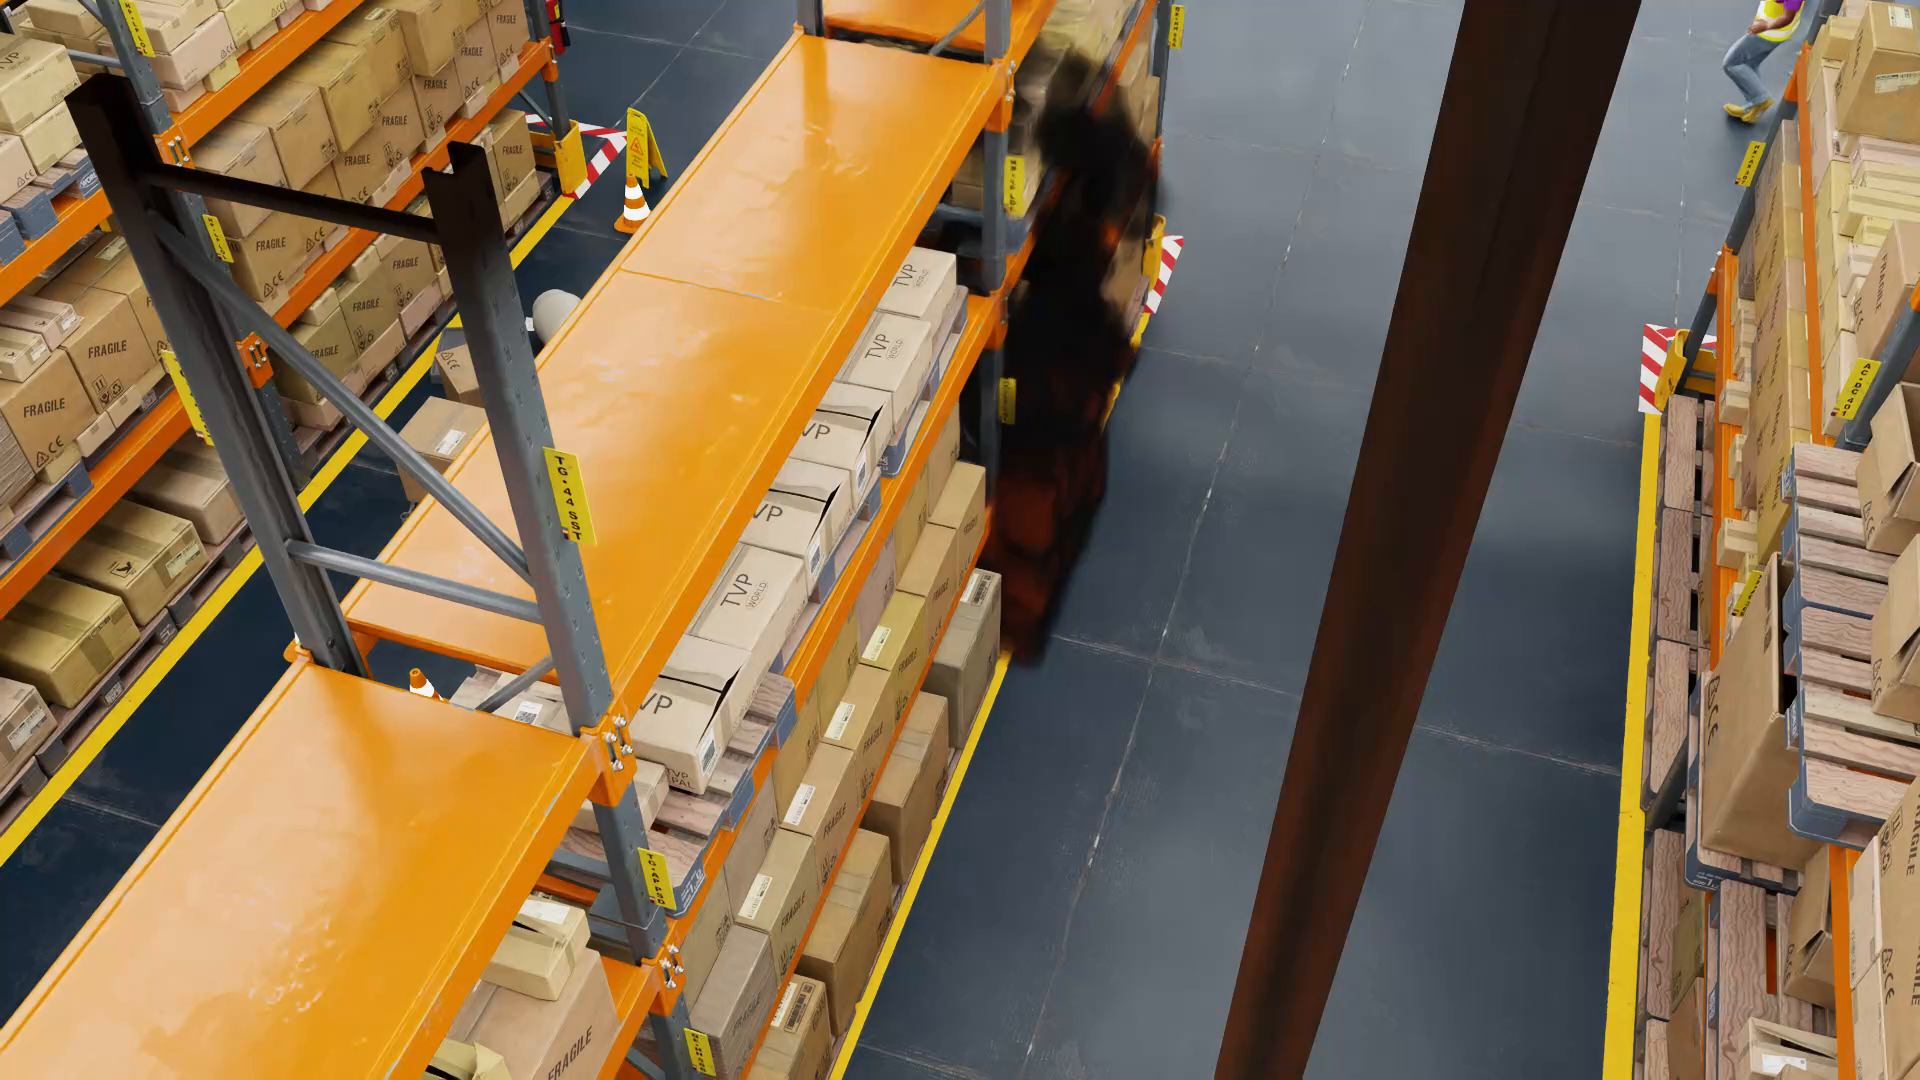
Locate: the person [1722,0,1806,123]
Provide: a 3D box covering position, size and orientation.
[{"bbox_3d":[6.909,-4.384,14.207,0.589,1.720,0.692,34,55,29],"label":"person"}]
